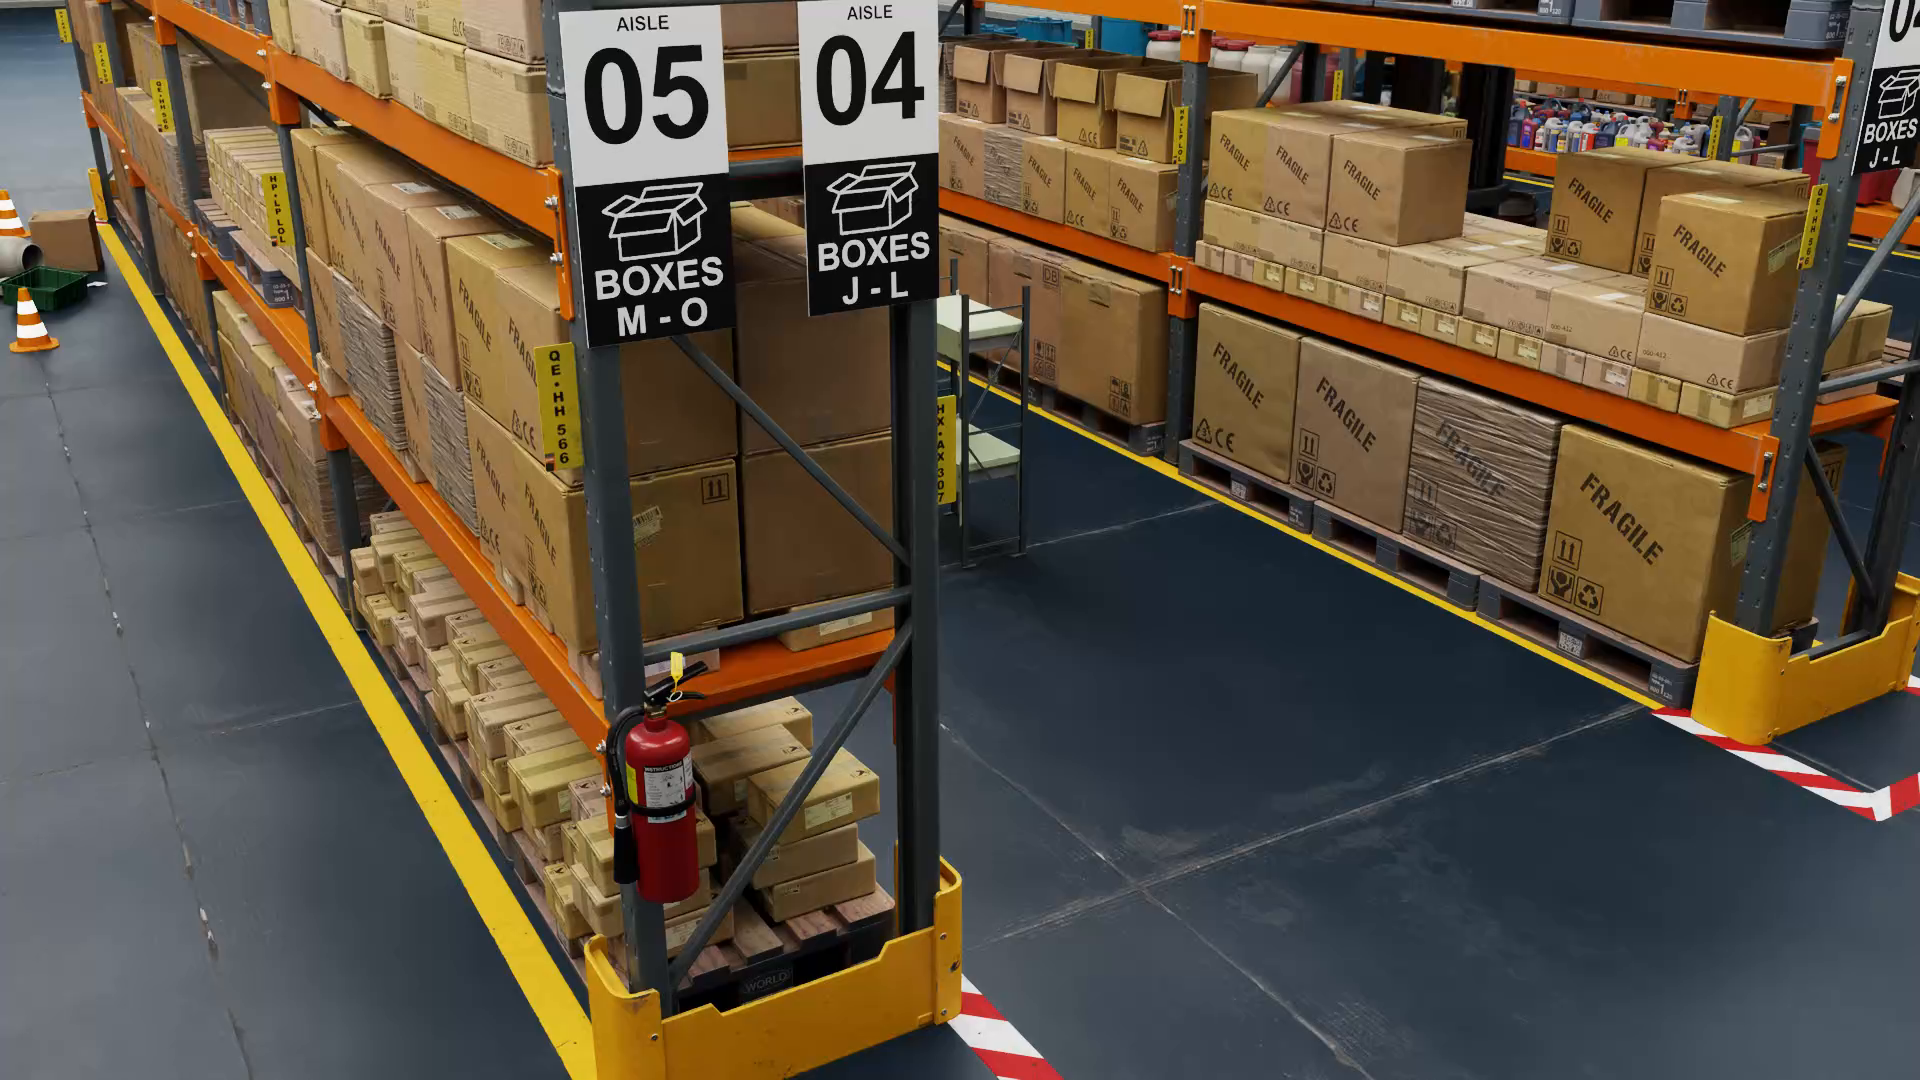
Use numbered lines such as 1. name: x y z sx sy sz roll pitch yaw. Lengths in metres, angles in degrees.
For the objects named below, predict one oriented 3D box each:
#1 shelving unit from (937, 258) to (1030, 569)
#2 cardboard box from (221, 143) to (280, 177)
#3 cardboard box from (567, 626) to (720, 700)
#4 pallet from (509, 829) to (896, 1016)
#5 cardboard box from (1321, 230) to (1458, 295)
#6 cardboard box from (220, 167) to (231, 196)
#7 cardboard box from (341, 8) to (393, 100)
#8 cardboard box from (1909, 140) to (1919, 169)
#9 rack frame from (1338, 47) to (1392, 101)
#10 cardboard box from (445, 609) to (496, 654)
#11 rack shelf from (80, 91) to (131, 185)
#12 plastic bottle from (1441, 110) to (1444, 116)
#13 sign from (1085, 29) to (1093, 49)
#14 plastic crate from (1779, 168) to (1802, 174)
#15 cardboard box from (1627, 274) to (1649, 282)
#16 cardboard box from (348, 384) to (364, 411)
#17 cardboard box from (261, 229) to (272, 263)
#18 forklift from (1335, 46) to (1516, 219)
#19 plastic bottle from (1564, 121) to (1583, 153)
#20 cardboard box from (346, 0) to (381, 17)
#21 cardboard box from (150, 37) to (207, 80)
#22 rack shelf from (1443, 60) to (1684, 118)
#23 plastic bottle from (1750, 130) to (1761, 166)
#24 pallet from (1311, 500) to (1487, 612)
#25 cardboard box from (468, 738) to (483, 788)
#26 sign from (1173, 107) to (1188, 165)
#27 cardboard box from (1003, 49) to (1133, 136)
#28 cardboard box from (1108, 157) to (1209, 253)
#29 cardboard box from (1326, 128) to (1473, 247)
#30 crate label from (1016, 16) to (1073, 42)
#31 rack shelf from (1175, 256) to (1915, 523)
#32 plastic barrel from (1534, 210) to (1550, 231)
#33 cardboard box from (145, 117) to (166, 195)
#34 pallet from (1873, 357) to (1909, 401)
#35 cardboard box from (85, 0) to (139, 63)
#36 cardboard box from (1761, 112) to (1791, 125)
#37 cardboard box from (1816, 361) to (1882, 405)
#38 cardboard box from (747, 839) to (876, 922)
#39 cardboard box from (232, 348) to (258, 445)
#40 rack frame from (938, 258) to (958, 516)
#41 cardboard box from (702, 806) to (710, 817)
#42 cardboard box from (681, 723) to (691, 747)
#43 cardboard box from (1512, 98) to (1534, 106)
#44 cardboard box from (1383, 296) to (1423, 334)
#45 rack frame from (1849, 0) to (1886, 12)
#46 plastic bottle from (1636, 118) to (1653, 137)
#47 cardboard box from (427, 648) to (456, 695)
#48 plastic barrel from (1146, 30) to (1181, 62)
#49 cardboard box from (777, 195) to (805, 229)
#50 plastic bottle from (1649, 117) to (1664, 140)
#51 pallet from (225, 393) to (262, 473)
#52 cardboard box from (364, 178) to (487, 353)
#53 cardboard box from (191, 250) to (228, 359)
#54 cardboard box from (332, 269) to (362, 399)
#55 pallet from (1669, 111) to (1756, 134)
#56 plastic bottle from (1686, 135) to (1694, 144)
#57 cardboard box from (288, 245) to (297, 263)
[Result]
1. shelving unit: -0.003 -0.697 9.034 0.431 1.500 0.755 -13 25 -28
2. cardboard box: -4.143 -2.254 9.860 0.380 0.149 0.250 -14 26 -30
3. cardboard box: -0.931 0.315 4.887 0.380 0.149 0.250 -13 25 -28
4. pallet: -0.945 1.247 5.963 1.003 0.211 1.213 -13 25 -28
5. cardboard box: 2.284 -1.504 8.832 0.500 0.250 0.500 -12 25 -27
6. cardboard box: -4.255 -2.188 10.091 0.380 0.149 0.250 -13 26 -30
7. cardboard box: -1.779 -1.662 5.632 0.500 0.250 0.500 -11 25 -26
8. cardboard box: 9.720 -3.791 16.394 0.500 0.250 0.500 -13 25 -28
9. rack frame: 3.965 -4.214 15.695 1.000 3.000 0.127 -13 25 -28
10. cardboard box: -1.883 0.380 6.831 0.380 0.149 0.250 -14 26 -30
11. rack shelf: -7.673 -3.949 15.999 1.077 0.370 4.000 -13 25 -28
12. plastic bottle: 4.249 -3.684 14.655 0.097 0.201 0.097 0 22 0
13. sign: 1.443 -5.535 18.577 0.100 0.325 0.005 -13 25 -28
14. plastic crate: 6.123 -2.647 12.110 0.396 0.136 0.243 -13 25 -28
15. cardboard box: 3.509 -1.114 7.873 0.500 0.250 0.500 -13 25 -29
16. cardboard box: -2.506 -0.705 7.395 0.380 0.149 0.250 -12 25 -27
17. cardboard box: -3.606 -1.635 9.126 0.380 0.149 0.250 -11 25 -26
18. forklift: 3.138 -2.741 12.161 1.130 2.935 3.031 -13 26 -30
19. plastic bottle: 5.016 -3.252 13.494 0.152 0.276 0.135 -13 25 -28
20. cardboard box: -1.745 -1.899 5.553 0.500 0.250 0.500 -14 26 -31
21. cardboard box: -5.614 -3.491 12.457 0.700 0.500 0.500 -13 25 -29
22. rack shelf: 7.204 -5.480 19.765 1.077 0.370 4.000 -13 25 -28
23. plastic bottle: 6.188 -3.066 13.026 0.061 0.283 0.133 -13 25 -28
24. pallet: 2.699 -0.018 9.076 1.003 0.211 1.213 -13 25 -28
25. cardboard box: -1.693 0.839 6.491 0.380 0.149 0.250 -12 25 -27
26. sign: 1.289 -2.359 9.698 0.100 0.325 0.005 -13 25 -28
27. cardboard box: 0.745 -3.105 11.503 0.797 0.503 0.637 -12 25 -27
28. cardboard box: 1.277 -2.112 10.390 0.500 0.500 0.500 -13 25 -28
29. cardboard box: 2.290 -1.850 8.686 0.500 0.500 0.500 -14 26 -30
30. crate label: 1.051 -6.276 20.722 0.502 0.435 0.616 -13 25 -28
31. rack shelf: 2.772 -0.986 8.709 1.077 0.370 4.000 -13 25 -28
32. plastic barrel: 5.172 -2.570 14.396 0.421 0.512 0.421 0 22 0
33. cardboard box: -5.578 -2.804 12.094 0.500 0.500 0.500 -13 26 -29
34. pallet: 7.045 -1.001 11.495 1.003 0.211 1.213 -13 25 -28
35. cardboard box: -7.192 -4.486 14.732 0.875 0.550 0.550 -13 25 -28
36. cardboard box: 11.362 -5.895 22.565 0.700 0.500 0.500 -12 25 -28
37. cardboard box: 3.896 -0.734 7.466 0.380 0.149 0.250 -12 25 -28
38. cardboard box: -0.514 1.145 5.740 0.380 0.149 0.250 -12 25 -27
39. cardboard box: -4.207 -0.936 10.394 0.500 0.500 0.500 -12 25 -28
40. rack frame: -0.190 -0.815 9.326 0.400 1.500 0.023 -13 25 -28
41. cardboard box: -0.861 0.857 6.052 0.380 0.149 0.250 -12 25 -28
42. cardboard box: -0.958 0.629 6.220 0.380 0.149 0.250 -14 26 -31
43. cardboard box: 6.907 -5.398 20.957 0.500 0.311 0.500 -12 25 -27
44. cardboard box: 2.413 -1.186 8.579 0.380 0.149 0.250 -13 26 -30
45. rack frame: 3.794 -3.451 5.851 1.000 3.000 0.127 -13 25 -28
46. plastic bottle: 5.382 -3.159 13.164 0.144 0.351 0.185 -13 25 -28
47. cardboard box: -1.963 0.534 6.847 0.380 0.149 0.250 -13 25 -29
48. plastic barrel: 2.222 -5.220 17.990 0.433 0.535 0.433 0 22 0
49. cardboard box: -1.242 -2.879 15.147 0.700 0.500 0.500 -10 24 -24
50. plastic bottle: 5.734 -3.353 13.733 0.061 0.283 0.133 -13 25 -28
51. pallet: -4.211 -0.795 10.987 1.003 0.211 1.213 -13 25 -28
52. cardboard box: -1.775 -0.999 5.930 0.500 0.500 0.500 -14 26 -30
53. cardboard box: -4.842 -1.707 11.957 1.050 0.750 0.750 -13 25 -29
54. cardboard box: -2.270 -0.862 6.920 0.500 0.500 0.500 -13 25 -28
55. pallet: 10.838 -5.871 23.475 1.003 0.211 1.213 -13 25 -28
56. plastic bottle: 5.815 -3.139 13.314 0.097 0.201 0.097 0 22 0
57. cardboard box: -3.198 -1.518 8.443 0.380 0.149 0.250 -11 25 -26
